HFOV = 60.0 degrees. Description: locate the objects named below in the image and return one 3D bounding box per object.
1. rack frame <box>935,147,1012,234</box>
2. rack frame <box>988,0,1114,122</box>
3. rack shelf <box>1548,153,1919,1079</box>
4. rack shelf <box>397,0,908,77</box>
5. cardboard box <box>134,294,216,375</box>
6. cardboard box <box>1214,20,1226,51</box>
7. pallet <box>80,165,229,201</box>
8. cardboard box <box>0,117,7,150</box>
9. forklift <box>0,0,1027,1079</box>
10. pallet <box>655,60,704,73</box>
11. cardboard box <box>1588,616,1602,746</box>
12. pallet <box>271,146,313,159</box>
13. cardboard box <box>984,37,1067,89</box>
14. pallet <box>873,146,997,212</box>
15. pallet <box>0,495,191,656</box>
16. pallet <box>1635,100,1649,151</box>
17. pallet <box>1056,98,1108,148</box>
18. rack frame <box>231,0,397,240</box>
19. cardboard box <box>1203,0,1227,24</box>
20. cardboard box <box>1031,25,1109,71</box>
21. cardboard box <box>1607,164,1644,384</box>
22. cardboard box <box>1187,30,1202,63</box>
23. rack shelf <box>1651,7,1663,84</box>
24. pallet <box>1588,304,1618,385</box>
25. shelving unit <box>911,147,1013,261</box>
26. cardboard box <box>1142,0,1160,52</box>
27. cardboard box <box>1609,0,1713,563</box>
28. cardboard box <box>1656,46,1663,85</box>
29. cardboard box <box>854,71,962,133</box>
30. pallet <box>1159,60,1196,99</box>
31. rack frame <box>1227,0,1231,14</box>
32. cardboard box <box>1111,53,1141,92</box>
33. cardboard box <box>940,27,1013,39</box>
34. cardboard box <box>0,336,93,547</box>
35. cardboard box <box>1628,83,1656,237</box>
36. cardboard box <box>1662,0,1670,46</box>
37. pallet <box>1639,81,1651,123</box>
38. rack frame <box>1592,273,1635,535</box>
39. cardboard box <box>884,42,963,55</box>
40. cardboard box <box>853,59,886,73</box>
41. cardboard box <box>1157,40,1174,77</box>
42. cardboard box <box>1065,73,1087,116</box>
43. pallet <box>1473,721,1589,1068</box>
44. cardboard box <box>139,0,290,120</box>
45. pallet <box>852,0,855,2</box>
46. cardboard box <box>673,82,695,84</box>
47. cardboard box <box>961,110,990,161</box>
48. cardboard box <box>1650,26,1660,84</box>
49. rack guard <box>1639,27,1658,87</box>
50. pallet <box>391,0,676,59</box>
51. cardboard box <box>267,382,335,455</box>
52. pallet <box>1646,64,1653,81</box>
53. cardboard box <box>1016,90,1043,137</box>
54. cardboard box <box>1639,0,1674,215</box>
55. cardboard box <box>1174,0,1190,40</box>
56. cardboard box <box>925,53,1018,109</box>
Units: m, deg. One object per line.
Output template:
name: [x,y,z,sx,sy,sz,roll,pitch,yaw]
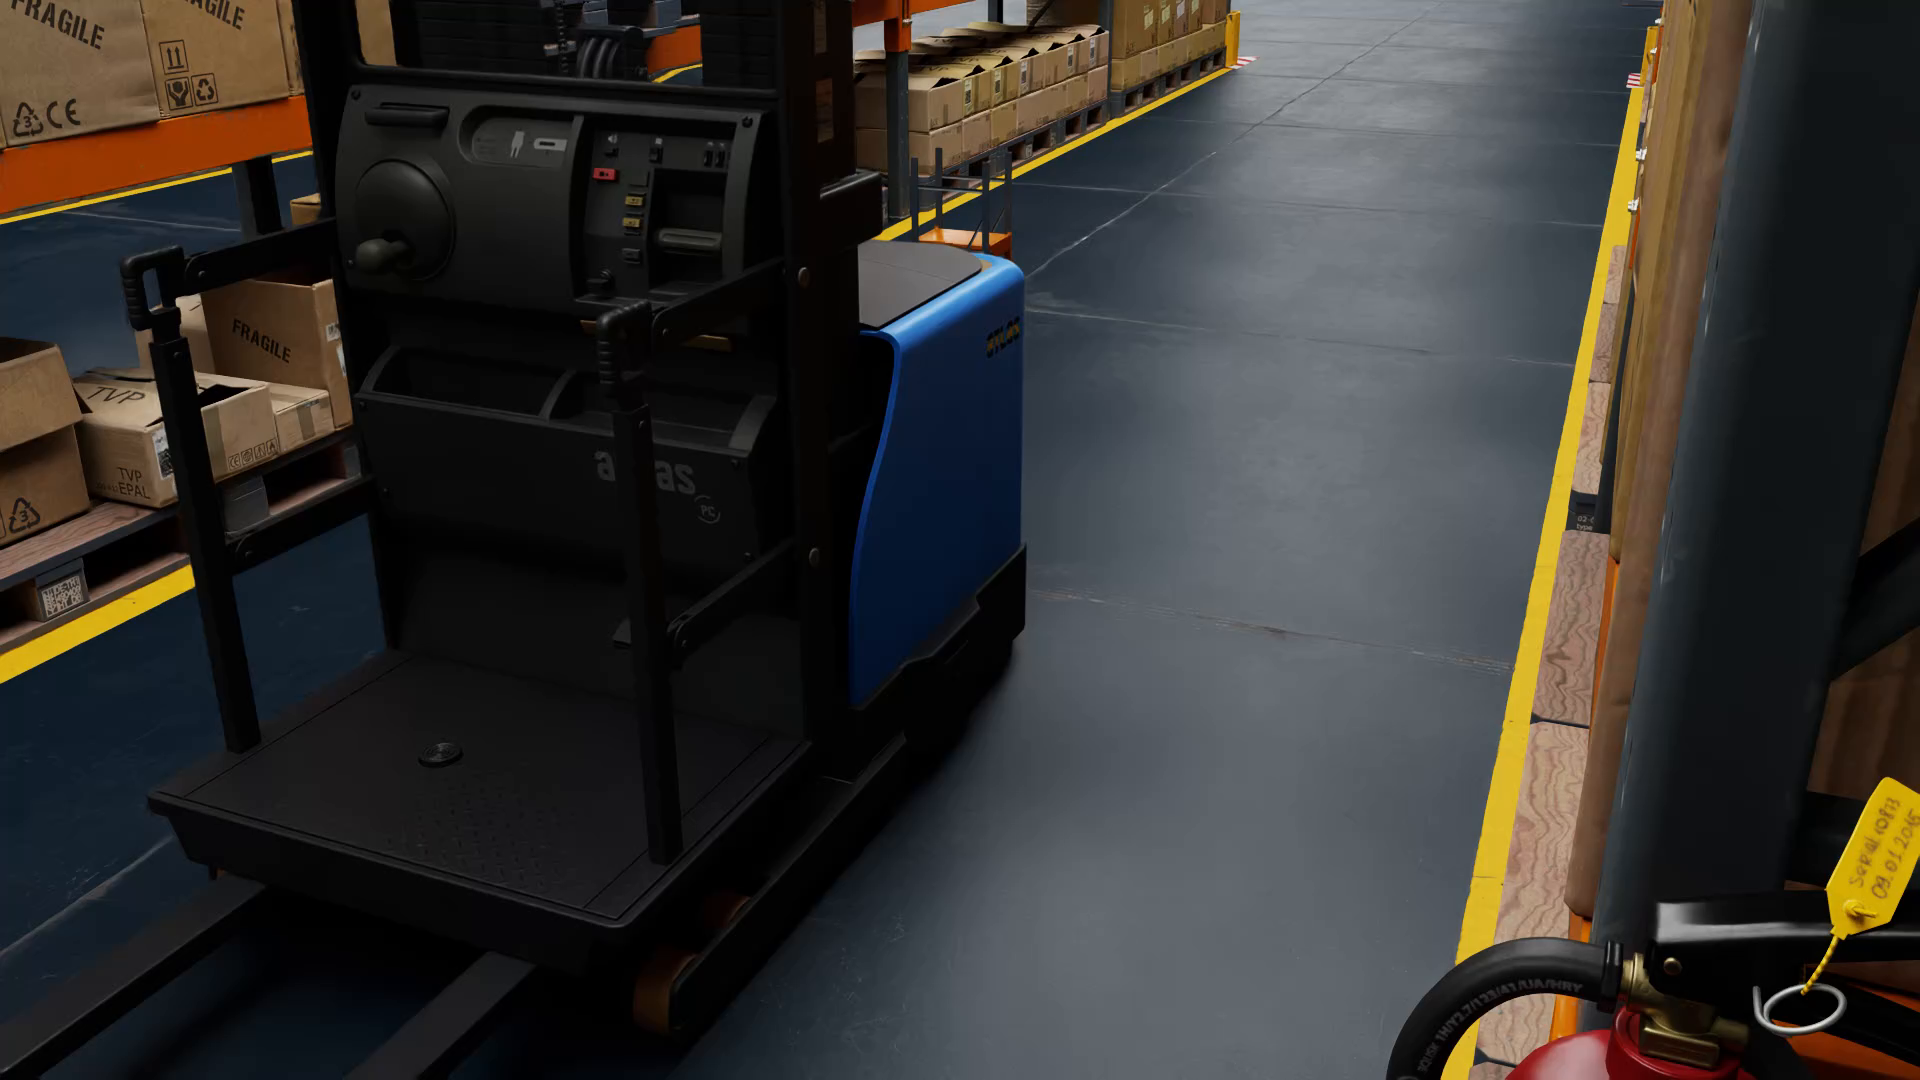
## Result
rack frame: [0.039,-0.592,5.110,0.240,1.200,0.006,9,24,20]
rack frame: [0.705,-4.770,12.779,1.000,3.000,0.127,9,24,20]
rack shelf: [1.592,-0.152,2.656,1.077,0.370,4.000,9,24,20]
rack shelf: [-1.523,-2.291,7.777,1.077,0.370,4.000,9,24,20]
cardboard box: [-2.623,-0.751,6.073,0.500,0.311,0.500,9,24,20]
cardboard box: [2.266,-4.893,16.094,0.500,0.250,0.500,9,24,20]
pallet: [-5.632,-2.475,10.901,1.003,0.211,1.213,9,24,20]
cardboard box: [-2.779,-1.187,4.069,0.500,0.500,0.500,9,24,21]
forklift: [-0.872,-0.625,2.942,1.130,2.935,3.031,9,24,21]
pallet: [-3.152,-4.867,16.627,1.003,0.211,1.213,9,24,20]
cardboard box: [1.772,0.192,3.596,0.700,0.500,0.500,9,24,20]
pallet: [-5.054,-3.034,12.241,1.003,0.211,1.213,9,24,20]
cardboard box: [0.446,-3.403,11.800,0.500,0.311,0.500,9,24,20]
pallet: [-0.438,-2.341,10.581,1.003,0.211,1.213,9,24,20]
pallet: [-2.974,0.063,4.826,1.003,0.211,1.213,9,24,20]
pallet: [5.523,-3.021,12.209,1.003,0.211,1.213,9,24,20]
pallet: [0.468,-3.214,12.672,1.003,0.211,1.213,9,24,20]
rack frame: [-2.266,-1.908,5.925,1.000,3.000,0.127,9,24,20]
cardboard box: [2.268,-5.238,15.949,0.500,0.500,0.500,9,24,20]
cardboard box: [0.821,-3.768,12.674,0.500,0.311,0.500,9,24,20]
cardboard box: [2.783,-0.971,5.928,0.750,0.750,0.750,10,24,22]
cardboard box: [1.908,-4.533,15.232,0.500,0.250,0.500,9,24,20]
rack shelf: [4.563,-3.015,9.509,1.077,0.370,4.000,9,24,20]
pallet: [3.003,-0.638,6.503,1.003,0.211,1.213,9,24,20]
shelving unit: [0.005,-0.559,5.031,0.258,1.200,0.189,9,24,20]
cardboard box: [1.347,-4.343,13.804,0.500,0.500,0.500,9,24,20]
cardboard box: [1.289,-0.353,1.813,0.980,0.700,0.700,9,24,20]
cardboard box: [2.451,-1.537,5.339,0.380,0.149,0.250,9,24,20]
cardboard box: [-0.313,-2.668,10.041,0.500,0.311,0.500,10,25,22]
pallet: [1.491,-4.200,15.032,1.003,0.211,1.213,9,24,20]
rack frame: [2.191,-6.202,16.206,1.000,3.000,0.127,9,24,20]
cardboard box: [1.159,-3.818,13.521,0.500,0.250,0.500,9,24,20]
cardboard box: [0.130,-3.664,12.424,0.500,0.311,0.500,8,24,19]
cardboard box: [-2.959,-0.286,4.710,0.797,0.503,0.637,9,24,20]
cardboard box: [3.425,-1.589,7.406,0.750,0.750,0.750,8,24,19]
cardboard box: [2.452,-1.778,5.072,0.500,0.500,0.500,9,24,20]
pallet: [5.974,-3.459,13.258,1.003,0.211,1.213,9,24,20]
rack frame: [2.335,-1.200,4.230,1.000,3.000,0.127,9,24,20]
cardboard box: [-0.249,-3.292,11.533,0.500,0.311,0.500,9,24,22]
cardboard box: [-0.627,-2.932,10.673,0.500,0.311,0.500,8,24,19]
cardboard box: [1.540,-4.174,14.374,0.500,0.250,0.500,9,24,20]
cardboard box: [0.631,-3.325,12.340,0.500,0.250,0.500,8,24,19]
pallet: [1.528,0.786,3.094,1.003,0.211,1.213,9,24,20]
cardboard box: [-2.404,-1.553,4.947,0.500,0.500,0.500,9,24,22]
pallet: [-0.967,-2.998,8.784,1.213,0.211,1.003,9,24,20]
cardboard box: [-1.303,-1.979,7.795,0.500,0.250,0.500,8,24,19]
cardboard box: [-0.127,-2.589,10.580,0.500,0.250,0.500,8,24,19]
cardboard box: [5.921,-3.849,13.246,0.700,0.500,0.500,7,24,17]
rack guard: [6.764,-4.313,14.928,1.175,0.500,0.348,9,24,20]
pallet: [-1.868,-2.089,6.609,1.003,0.211,1.213,9,24,20]
cardboard box: [-2.298,-0.408,5.462,0.380,0.149,0.250,9,24,20]
pallet: [6.429,-3.894,14.299,1.003,0.211,1.213,9,24,20]
cardboard box: [0.251,-2.960,11.466,0.500,0.250,0.500,9,24,21]
cardboard box: [1.842,-0.886,3.090,0.980,0.700,0.700,8,24,19]
cardboard box: [1.724,-4.700,14.659,0.500,0.500,0.500,9,24,20]
cardboard box: [0.066,-3.039,10.930,0.500,0.311,0.500,8,24,19]
